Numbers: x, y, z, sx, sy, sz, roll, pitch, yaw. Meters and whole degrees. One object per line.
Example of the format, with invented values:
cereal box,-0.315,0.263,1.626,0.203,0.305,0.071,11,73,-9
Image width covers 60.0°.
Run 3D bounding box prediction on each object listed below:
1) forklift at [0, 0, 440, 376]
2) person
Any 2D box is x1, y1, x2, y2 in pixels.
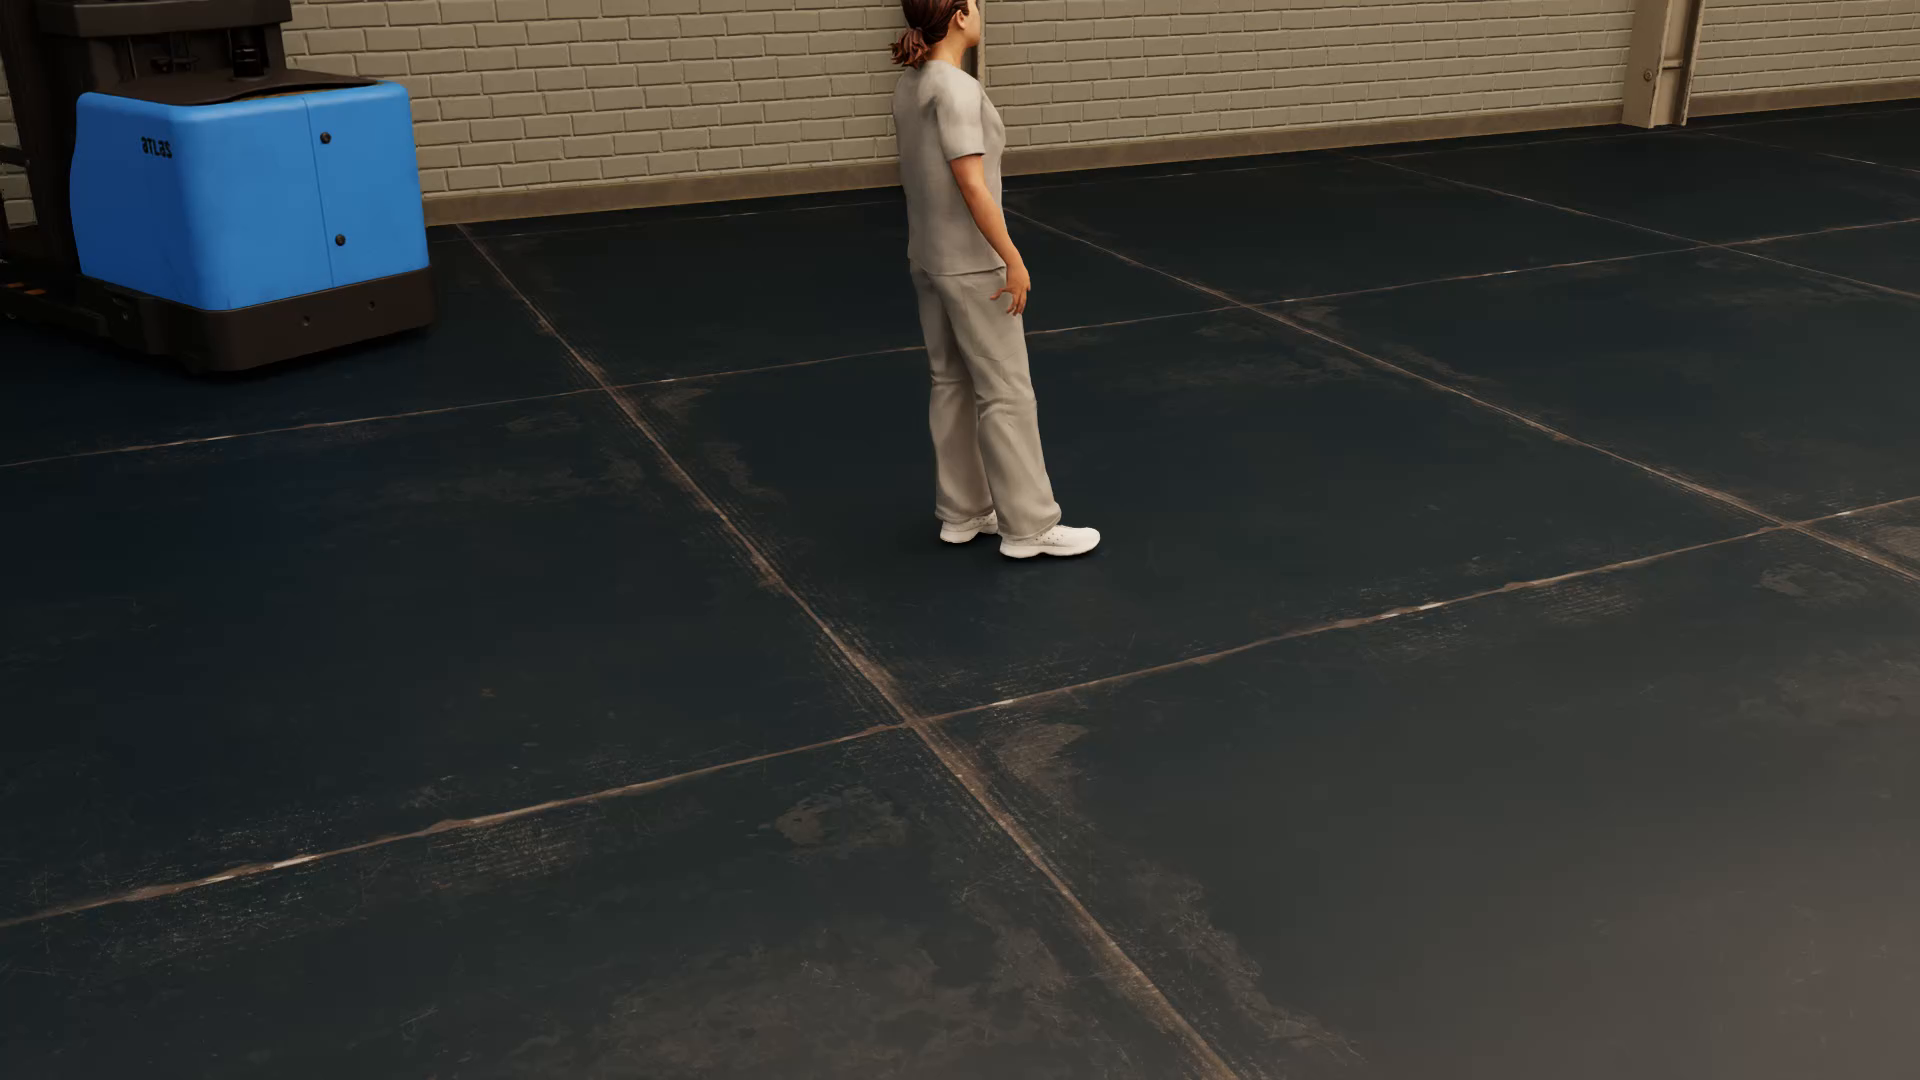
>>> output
forklift,-3.731,-2.445,7.171,3.031,2.935,1.130,17,28,35
person,0.072,-0.788,4.800,0.549,1.675,0.549,-10,25,-23
